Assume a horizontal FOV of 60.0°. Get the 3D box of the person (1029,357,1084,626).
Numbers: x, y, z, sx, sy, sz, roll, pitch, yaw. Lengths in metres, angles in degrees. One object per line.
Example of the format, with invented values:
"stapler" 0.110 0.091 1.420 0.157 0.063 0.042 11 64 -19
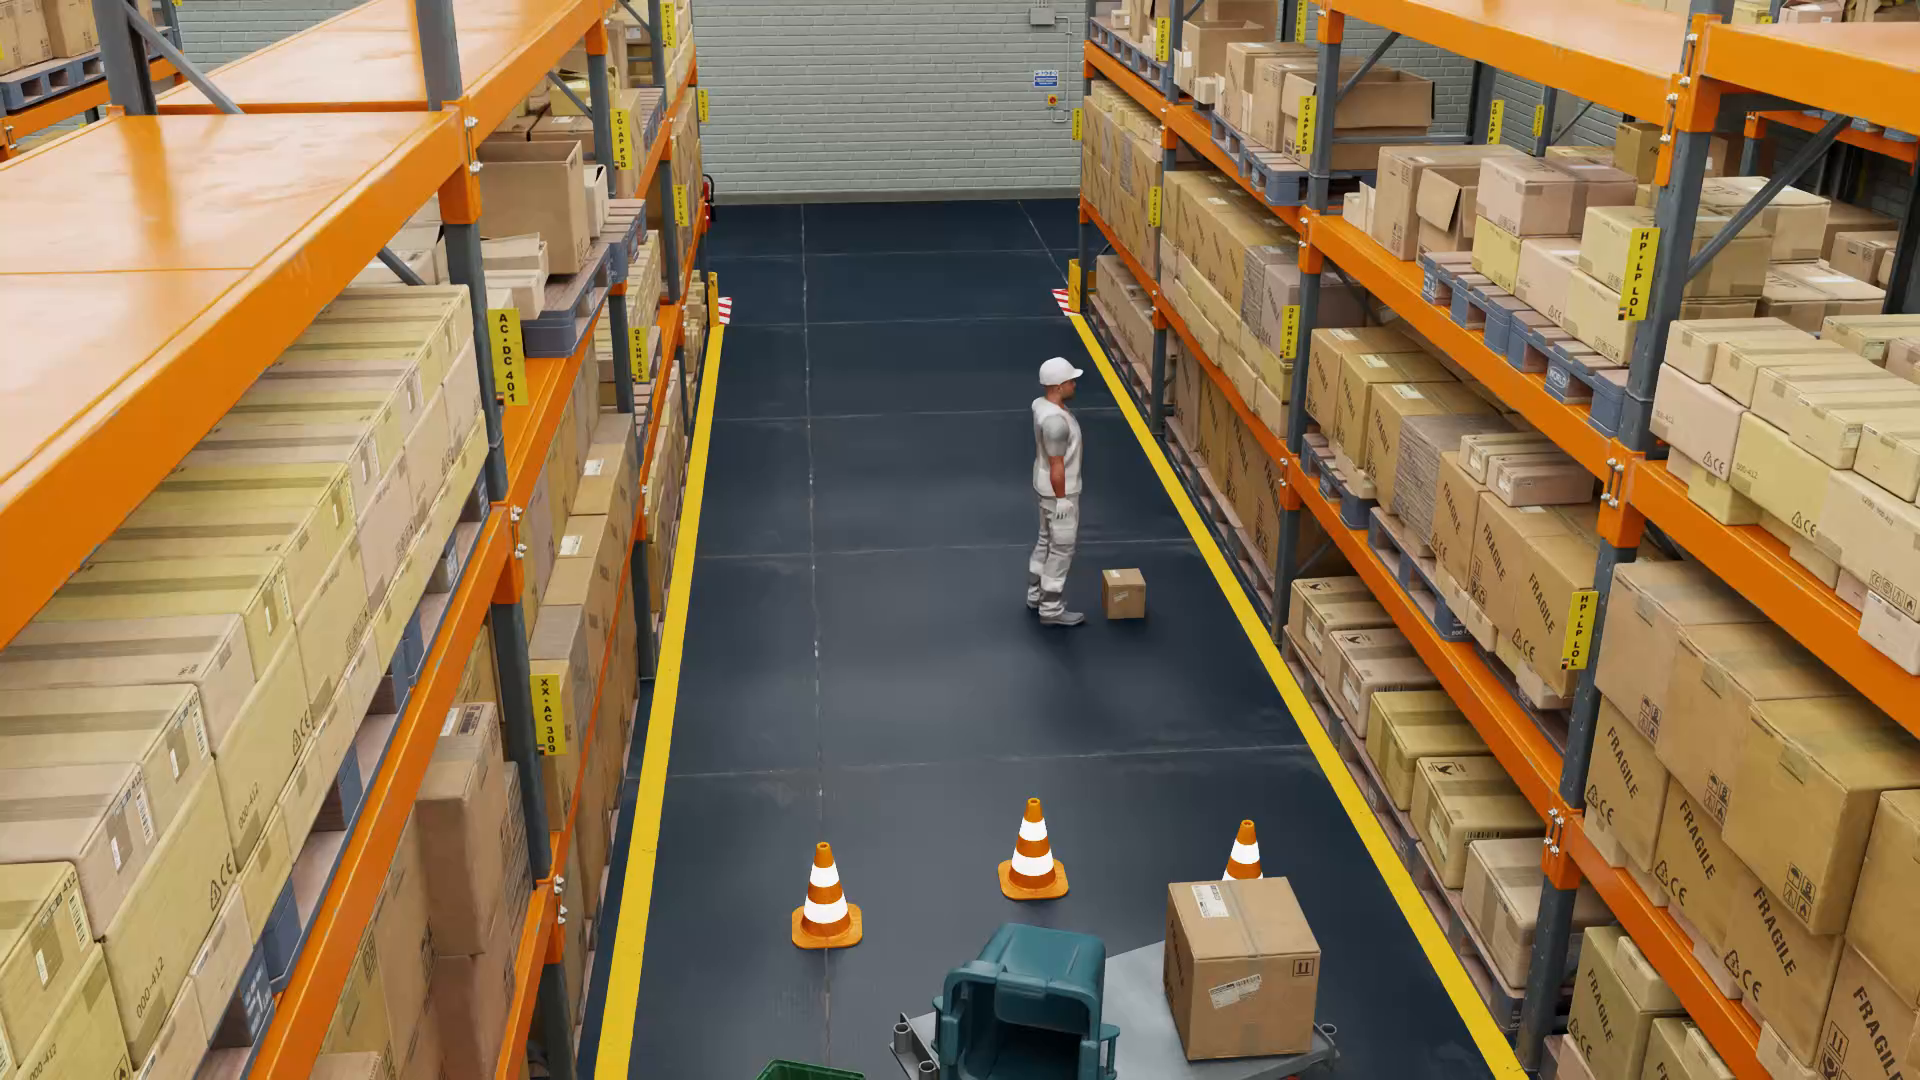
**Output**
"person" 0.637 -0.316 10.824 0.348 1.805 0.525 -2 24 -4
